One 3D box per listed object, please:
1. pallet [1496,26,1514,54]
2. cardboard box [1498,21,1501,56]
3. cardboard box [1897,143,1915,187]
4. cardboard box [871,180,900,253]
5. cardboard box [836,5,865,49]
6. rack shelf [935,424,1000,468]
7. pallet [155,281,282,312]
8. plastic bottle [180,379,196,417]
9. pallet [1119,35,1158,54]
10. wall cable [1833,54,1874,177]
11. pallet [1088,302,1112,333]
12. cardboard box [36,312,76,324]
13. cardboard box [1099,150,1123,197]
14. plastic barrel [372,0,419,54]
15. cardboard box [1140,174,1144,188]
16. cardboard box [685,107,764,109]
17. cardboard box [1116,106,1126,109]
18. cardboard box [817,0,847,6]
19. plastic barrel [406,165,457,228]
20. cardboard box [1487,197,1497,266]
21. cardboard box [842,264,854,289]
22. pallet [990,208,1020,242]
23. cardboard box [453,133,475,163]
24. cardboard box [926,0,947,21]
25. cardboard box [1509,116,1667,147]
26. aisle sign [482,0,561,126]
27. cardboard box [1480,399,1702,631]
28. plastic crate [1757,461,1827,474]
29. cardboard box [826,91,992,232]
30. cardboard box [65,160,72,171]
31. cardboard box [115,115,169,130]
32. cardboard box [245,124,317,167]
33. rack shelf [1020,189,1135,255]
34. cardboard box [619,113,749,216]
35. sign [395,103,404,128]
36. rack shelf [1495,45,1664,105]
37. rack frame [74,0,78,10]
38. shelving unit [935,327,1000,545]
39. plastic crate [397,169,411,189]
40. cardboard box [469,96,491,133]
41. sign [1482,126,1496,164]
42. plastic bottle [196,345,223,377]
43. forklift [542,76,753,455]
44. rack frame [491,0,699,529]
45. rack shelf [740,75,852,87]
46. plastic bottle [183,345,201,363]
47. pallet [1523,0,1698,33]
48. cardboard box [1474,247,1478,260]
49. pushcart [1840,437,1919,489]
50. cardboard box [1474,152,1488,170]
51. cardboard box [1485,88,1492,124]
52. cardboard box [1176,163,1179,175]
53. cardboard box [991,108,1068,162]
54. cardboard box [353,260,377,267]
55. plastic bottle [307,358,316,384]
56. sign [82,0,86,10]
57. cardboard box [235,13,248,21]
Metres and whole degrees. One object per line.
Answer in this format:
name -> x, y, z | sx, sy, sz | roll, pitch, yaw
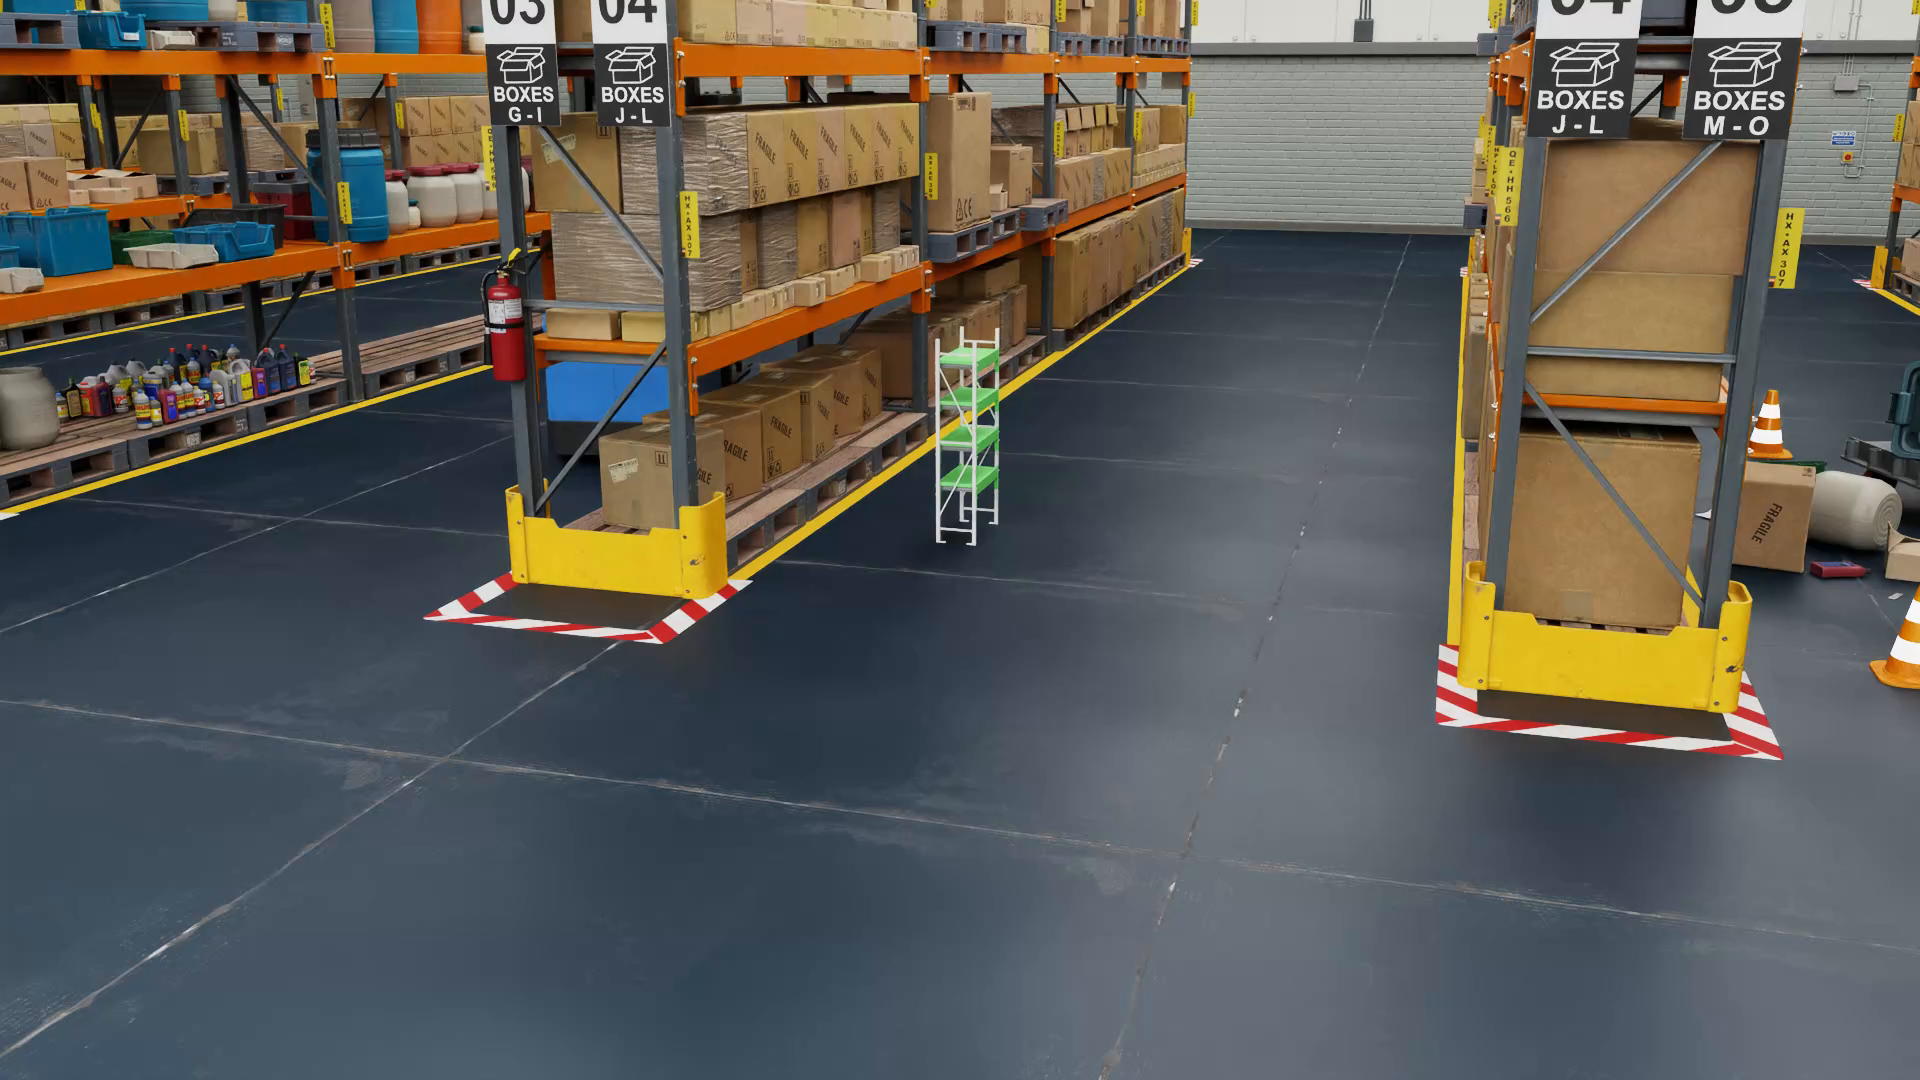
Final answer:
pallet -> 4.998, -4.059, 13.491 | 1.213, 0.211, 1.003 | 5, 17, 18
cardboard box -> 5.325, -4.802, 15.581 | 0.500, 0.500, 0.500 | 5, 16, 16
cardboard box -> 11.767, -4.560, 20.224 | 0.500, 0.500, 0.500 | 4, 16, 15
cardboard box -> -0.920, -2.322, 11.791 | 0.875, 0.500, 0.500 | 5, 16, 16
cardboard box -> -0.911, -3.206, 10.412 | 0.500, 0.250, 0.500 | 5, 16, 15
rack shelf -> 0.047, -0.559, 9.836 | 0.258, 0.148, 0.480 | 5, 16, 16
pallet -> -8.845, -2.910, 19.703 | 1.003, 0.211, 1.213 | 5, 16, 16
plastic bottle -> -5.679, -1.046, 12.215 | 0.097, 0.271, 0.097 | 0, 16, 0
pallet -> 1.783, -5.950, 19.977 | 1.003, 0.211, 1.213 | 5, 16, 16
wall cable -> 13.758, -6.596, 25.667 | 0.585, 1.953, 0.123 | 5, 16, 16
pallet -> 1.048, -2.467, 18.141 | 1.003, 0.211, 1.213 | 5, 16, 16
cardboard box -> -9.441, -2.381, 16.996 | 0.500, 0.250, 0.500 | 5, 17, 17
cardboard box -> 1.522, -4.112, 18.648 | 0.500, 0.500, 0.500 | 5, 17, 18
plastic barrel -> -5.174, -4.804, 14.854 | 0.600, 0.901, 0.708 | 5, 16, 16
cardboard box -> 2.018, -4.336, 20.081 | 0.380, 0.149, 0.250 | 4, 16, 14
cardboard box -> -1.519, -2.425, 10.320 | 0.500, 0.500, 0.500 | 5, 16, 16
cardboard box -> 1.998, -5.444, 21.880 | 0.500, 0.500, 0.500 | 4, 16, 14
cardboard box -> -0.918, -3.354, 10.204 | 0.380, 0.149, 0.250 | 5, 17, 18
plastic barrel -> -4.791, -3.118, 15.078 | 0.433, 0.535, 0.433 | 0, 16, 0
cardboard box -> 4.029, -2.170, 11.800 | 0.500, 0.500, 0.500 | 4, 16, 15
cardboard box -> -0.915, -1.721, 10.859 | 0.380, 0.149, 0.250 | 5, 16, 16
pallet -> -0.120, -2.677, 14.122 | 1.003, 0.211, 1.213 | 5, 16, 16
cardboard box -> -7.264, -5.531, 23.650 | 0.500, 0.500, 0.500 | 5, 16, 16
cardboard box -> -0.505, -4.054, 12.169 | 0.797, 0.503, 0.637 | 4, 16, 13
cardboard box -> 3.856, -2.331, 10.295 | 0.875, 0.550, 0.550 | 5, 16, 16
aisle sign -> -2.175, -2.455, 8.224 | 0.394, 0.787, 0.004 | 5, 16, 16
cardboard box -> 2.986, -0.149, 7.980 | 0.875, 0.875, 0.875 | 5, 17, 16
plastic crate -> 5.200, -0.361, 10.651 | 0.662, 0.188, 0.450 | -15, 11, -41
cardboard box -> -0.373, -2.931, 12.798 | 1.000, 1.000, 1.000 | 5, 17, 16
cardboard box -> -12.581, -5.200, 23.088 | 0.380, 0.149, 0.250 | 5, 17, 17
cardboard box -> -12.324, -5.965, 24.812 | 0.980, 0.700, 0.700 | 4, 16, 14
cardboard box -> -8.399, -4.889, 20.616 | 0.700, 0.500, 0.500 | 1, 16, 2
rack shelf -> 0.972, -3.467, 17.875 | 1.077, 0.370, 4.000 | 5, 16, 16
cardboard box -> -1.452, -1.992, 8.796 | 0.500, 0.500, 0.500 | 5, 16, 16
sign -> -7.423, -5.621, 22.027 | 0.100, 0.325, 0.005 | 5, 16, 16
rack shelf -> 4.562, -3.453, 12.327 | 1.077, 0.370, 4.000 | 5, 16, 16
rack frame -> -12.707, -8.375, 22.866 | 1.000, 3.000, 0.127 | 5, 16, 16
shelving unit -> 0.047, -0.621, 9.818 | 0.258, 1.200, 0.503 | 5, 16, 16
plastic crate -> -5.098, -3.306, 15.871 | 0.402, 0.464, 0.583 | 5, 16, 16
cardboard box -> -7.114, -6.141, 23.968 | 0.500, 0.500, 0.500 | 5, 17, 18
sign -> 4.607, -3.438, 14.476 | 0.100, 0.325, 0.005 | 5, 16, 16
plastic bottle -> -5.971, -1.375, 13.228 | 0.144, 0.351, 0.185 | 5, 16, 16
forklift -> -2.270, -2.343, 12.719 | 1.130, 2.935, 3.031 | 1, 16, 5
rack frame -> -1.870, -1.197, 8.553 | 1.000, 3.000, 0.127 | 5, 16, 16
rack shelf -> -2.640, -6.341, 22.510 | 1.077, 0.370, 4.000 | 5, 16, 16
plastic bottle -> -6.109, -1.386, 13.267 | 0.144, 0.351, 0.185 | 5, 17, 17
pallet -> 3.058, -2.382, 7.394 | 1.003, 0.211, 1.213 | 5, 16, 16
cardboard box -> 6.715, -3.632, 21.046 | 0.380, 0.149, 0.250 | 5, 17, 18
pushcart -> 6.568, -0.377, 10.469 | 1.648, 0.377, 0.936 | -1, 16, -3
cardboard box -> 4.830, -3.410, 14.957 | 0.380, 0.149, 0.250 | 4, 16, 14
cardboard box -> 6.574, -5.147, 19.918 | 0.500, 0.500, 0.500 | 4, 16, 14
cardboard box -> 2.747, -5.010, 22.455 | 0.380, 0.149, 0.250 | 5, 16, 16
cardboard box -> 0.627, -4.011, 16.452 | 0.797, 0.503, 0.637 | 5, 17, 18
cardboard box -> -7.970, -3.835, 21.628 | 0.500, 0.500, 0.500 | 5, 16, 16
plastic bottle -> -5.286, -1.374, 13.499 | 0.097, 0.201, 0.097 | 0, 16, 0
sign -> -9.613, -5.794, 18.315 | 0.100, 0.325, 0.005 | 5, 16, 16
cardboard box -> -8.709, -5.937, 19.583 | 0.910, 0.500, 0.500 | 5, 16, 16
